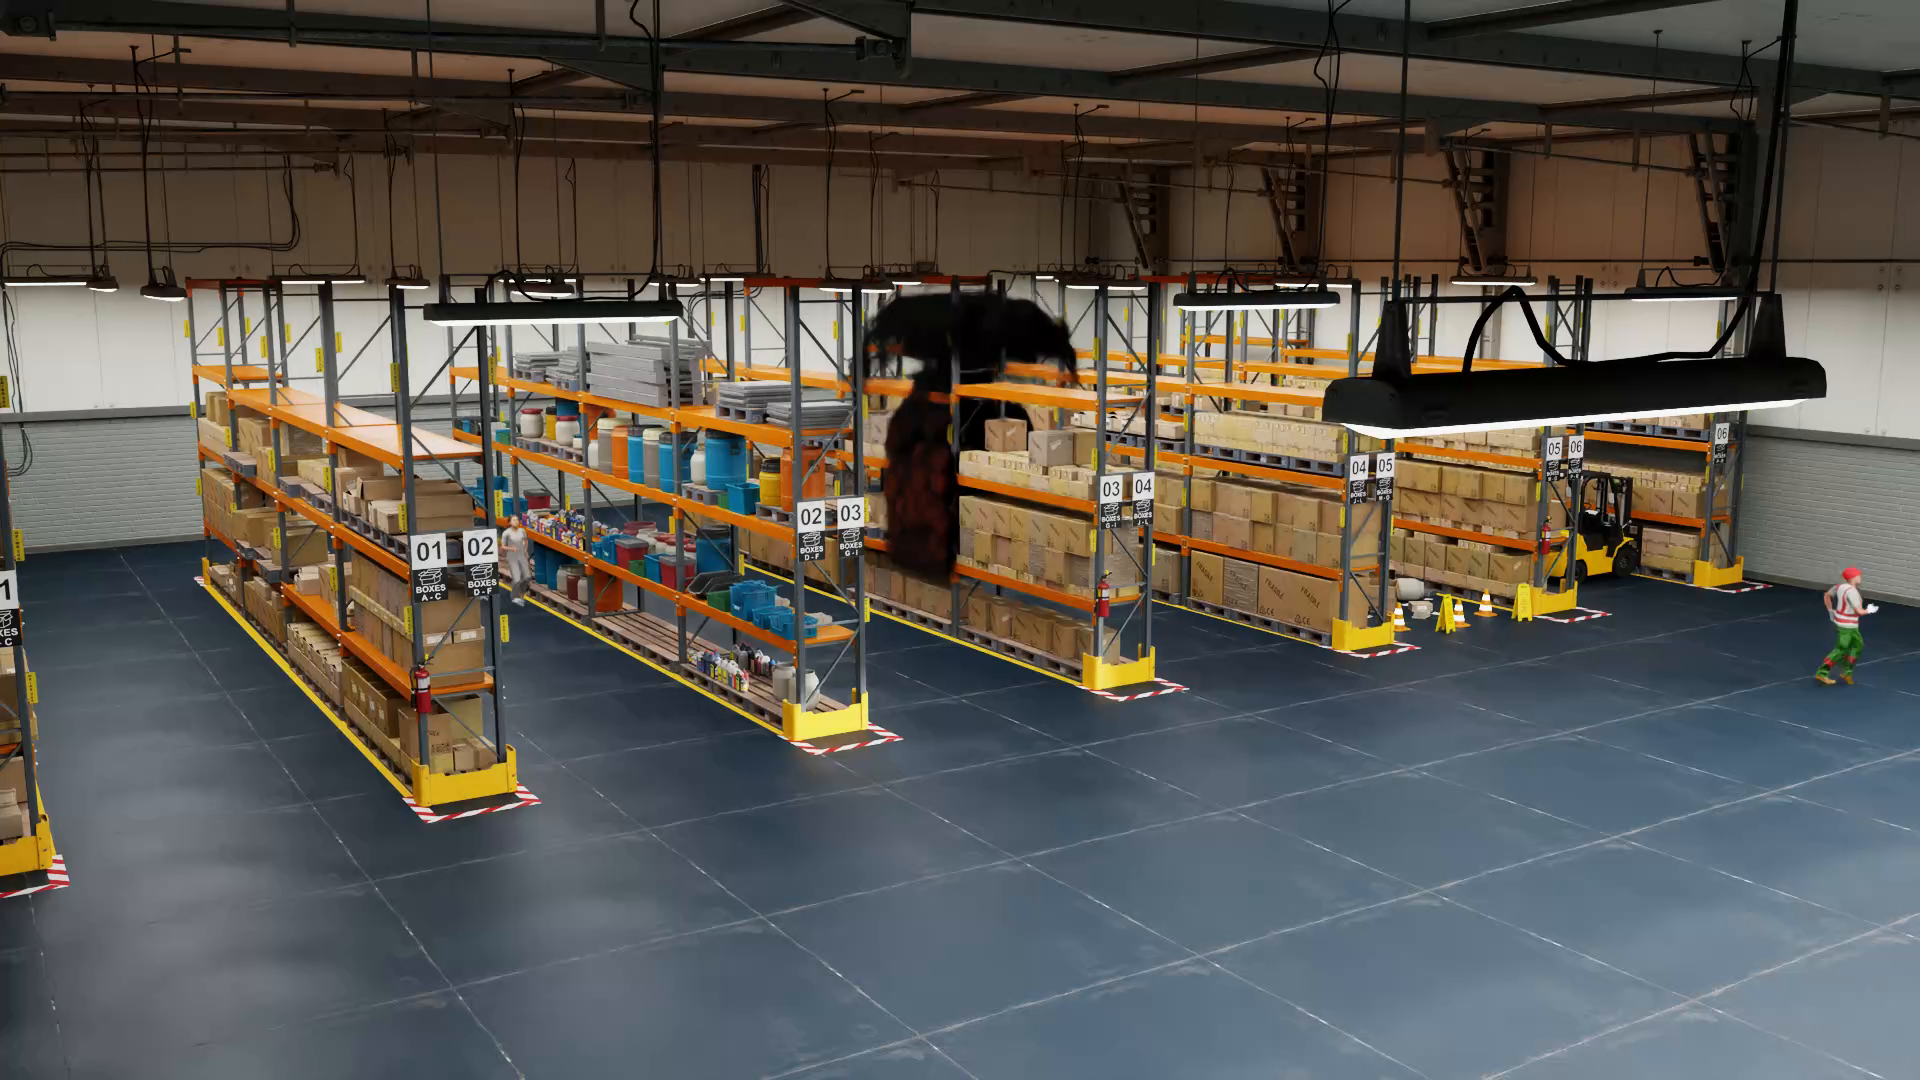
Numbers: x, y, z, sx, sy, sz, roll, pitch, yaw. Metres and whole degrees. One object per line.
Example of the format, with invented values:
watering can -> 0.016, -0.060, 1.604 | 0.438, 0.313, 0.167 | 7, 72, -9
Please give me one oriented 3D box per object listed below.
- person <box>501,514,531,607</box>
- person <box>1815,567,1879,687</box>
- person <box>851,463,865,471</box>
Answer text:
person -> -7.833, 0.376, 29.490 | 0.553, 1.679, 0.565 | -7, 12, -38
person -> 13.238, 1.300, 24.812 | 0.777, 1.817, 0.664 | 3, 10, 16
person -> -2.640, -1.495, 41.971 | 0.597, 1.707, 0.705 | 0, 10, 2
